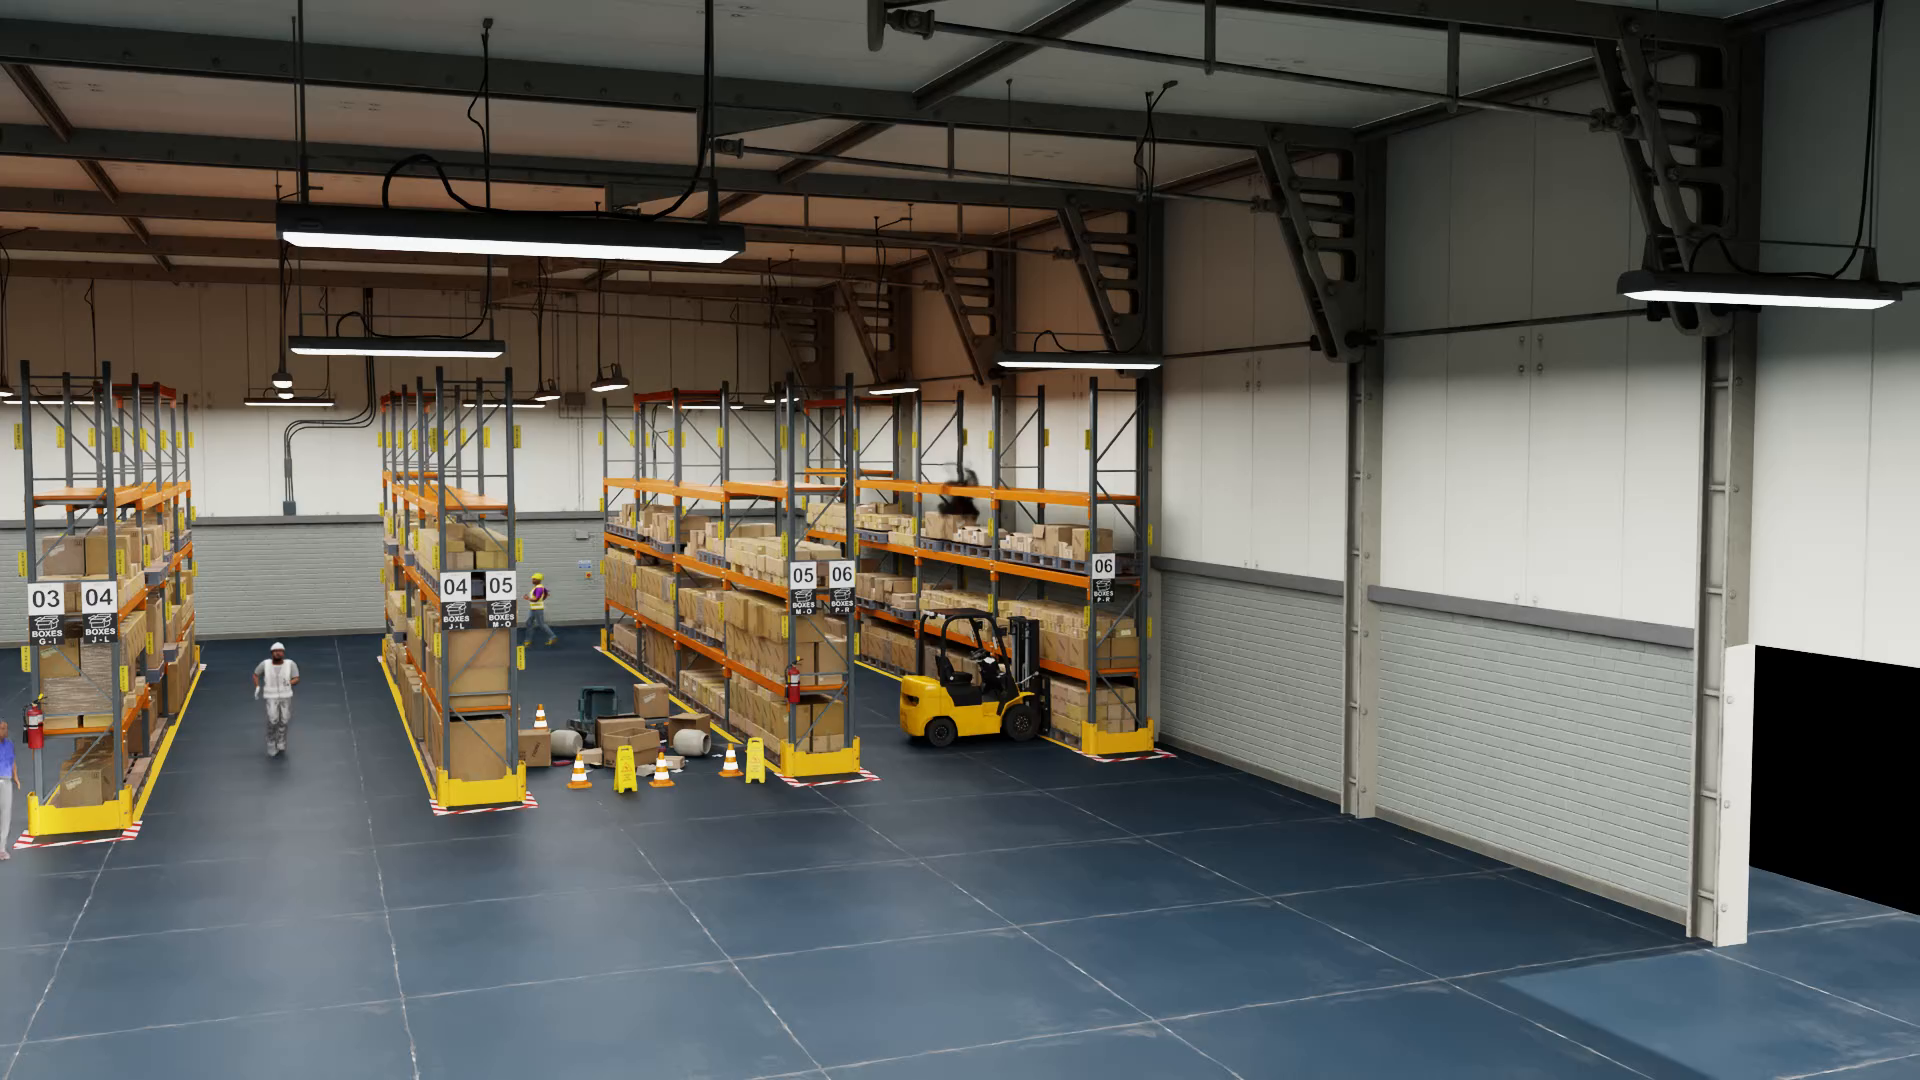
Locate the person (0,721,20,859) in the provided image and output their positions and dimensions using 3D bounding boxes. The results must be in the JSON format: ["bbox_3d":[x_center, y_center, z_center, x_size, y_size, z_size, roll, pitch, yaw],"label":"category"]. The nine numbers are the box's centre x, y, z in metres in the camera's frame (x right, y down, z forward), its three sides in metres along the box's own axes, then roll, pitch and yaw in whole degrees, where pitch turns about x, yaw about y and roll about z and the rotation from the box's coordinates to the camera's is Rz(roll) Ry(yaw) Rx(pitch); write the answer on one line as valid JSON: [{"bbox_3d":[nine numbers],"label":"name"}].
[{"bbox_3d":[-11.623,2.989,20.072,0.837,1.611,0.624,2,4,26],"label":"person"}]

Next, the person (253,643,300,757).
[{"bbox_3d":[-10.815,2.526,26.369,0.655,1.794,0.717,-2,4,-30],"label":"person"}]

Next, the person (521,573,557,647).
[{"bbox_3d":[-10.168,1.695,40.017,0.893,1.801,0.684,-1,4,-21],"label":"person"}]
